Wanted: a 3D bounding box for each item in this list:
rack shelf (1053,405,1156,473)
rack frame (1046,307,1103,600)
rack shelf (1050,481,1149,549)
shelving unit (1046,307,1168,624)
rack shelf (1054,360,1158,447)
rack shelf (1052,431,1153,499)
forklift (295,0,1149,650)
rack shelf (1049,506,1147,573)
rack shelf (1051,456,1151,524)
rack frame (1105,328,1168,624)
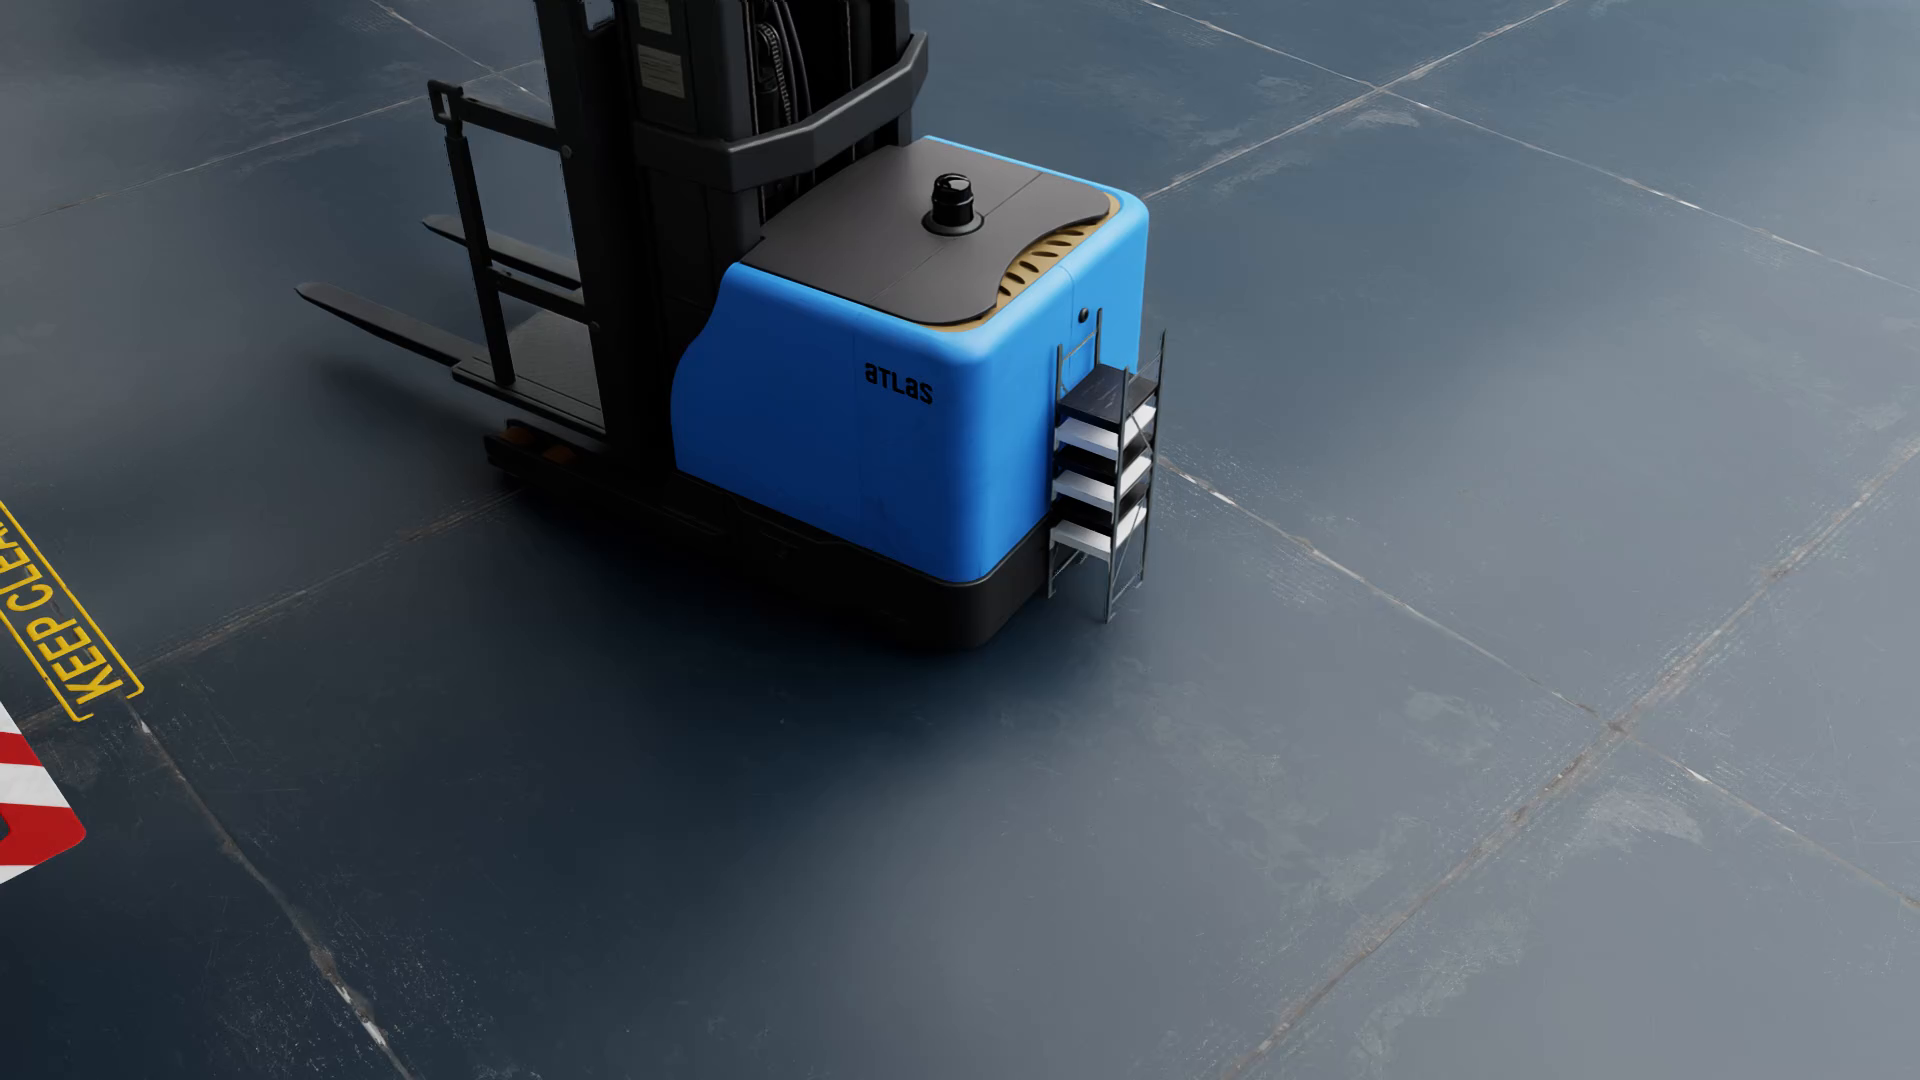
[{"bbox_3d":[0.414,-0.313,4.688,0.200,0.077,0.258,22,44,25],"label":"rack shelf"},{"bbox_3d":[0.329,-0.233,4.823,0.006,0.900,0.240,22,44,25],"label":"rack frame"},{"bbox_3d":[0.414,-0.103,4.857,0.200,0.077,0.258,22,44,25],"label":"rack shelf"},{"bbox_3d":[0.414,-0.199,4.780,0.210,0.900,0.258,22,44,25],"label":"shelving unit"},{"bbox_3d":[0.414,-0.383,4.631,0.200,0.077,0.258,22,44,25],"label":"rack shelf"},{"bbox_3d":[0.414,-0.243,4.744,0.200,0.077,0.258,22,44,25],"label":"rack shelf"},{"bbox_3d":[-0.958,-1.537,4.820,3.031,2.935,1.130,22,44,25],"label":"forklift"},{"bbox_3d":[0.414,-0.033,4.914,0.200,0.077,0.258,22,44,25],"label":"rack shelf"},{"bbox_3d":[0.414,-0.173,4.801,0.200,0.077,0.258,22,44,25],"label":"rack shelf"},{"bbox_3d":[0.499,-0.164,4.737,0.006,0.900,0.240,22,44,25],"label":"rack frame"}]
